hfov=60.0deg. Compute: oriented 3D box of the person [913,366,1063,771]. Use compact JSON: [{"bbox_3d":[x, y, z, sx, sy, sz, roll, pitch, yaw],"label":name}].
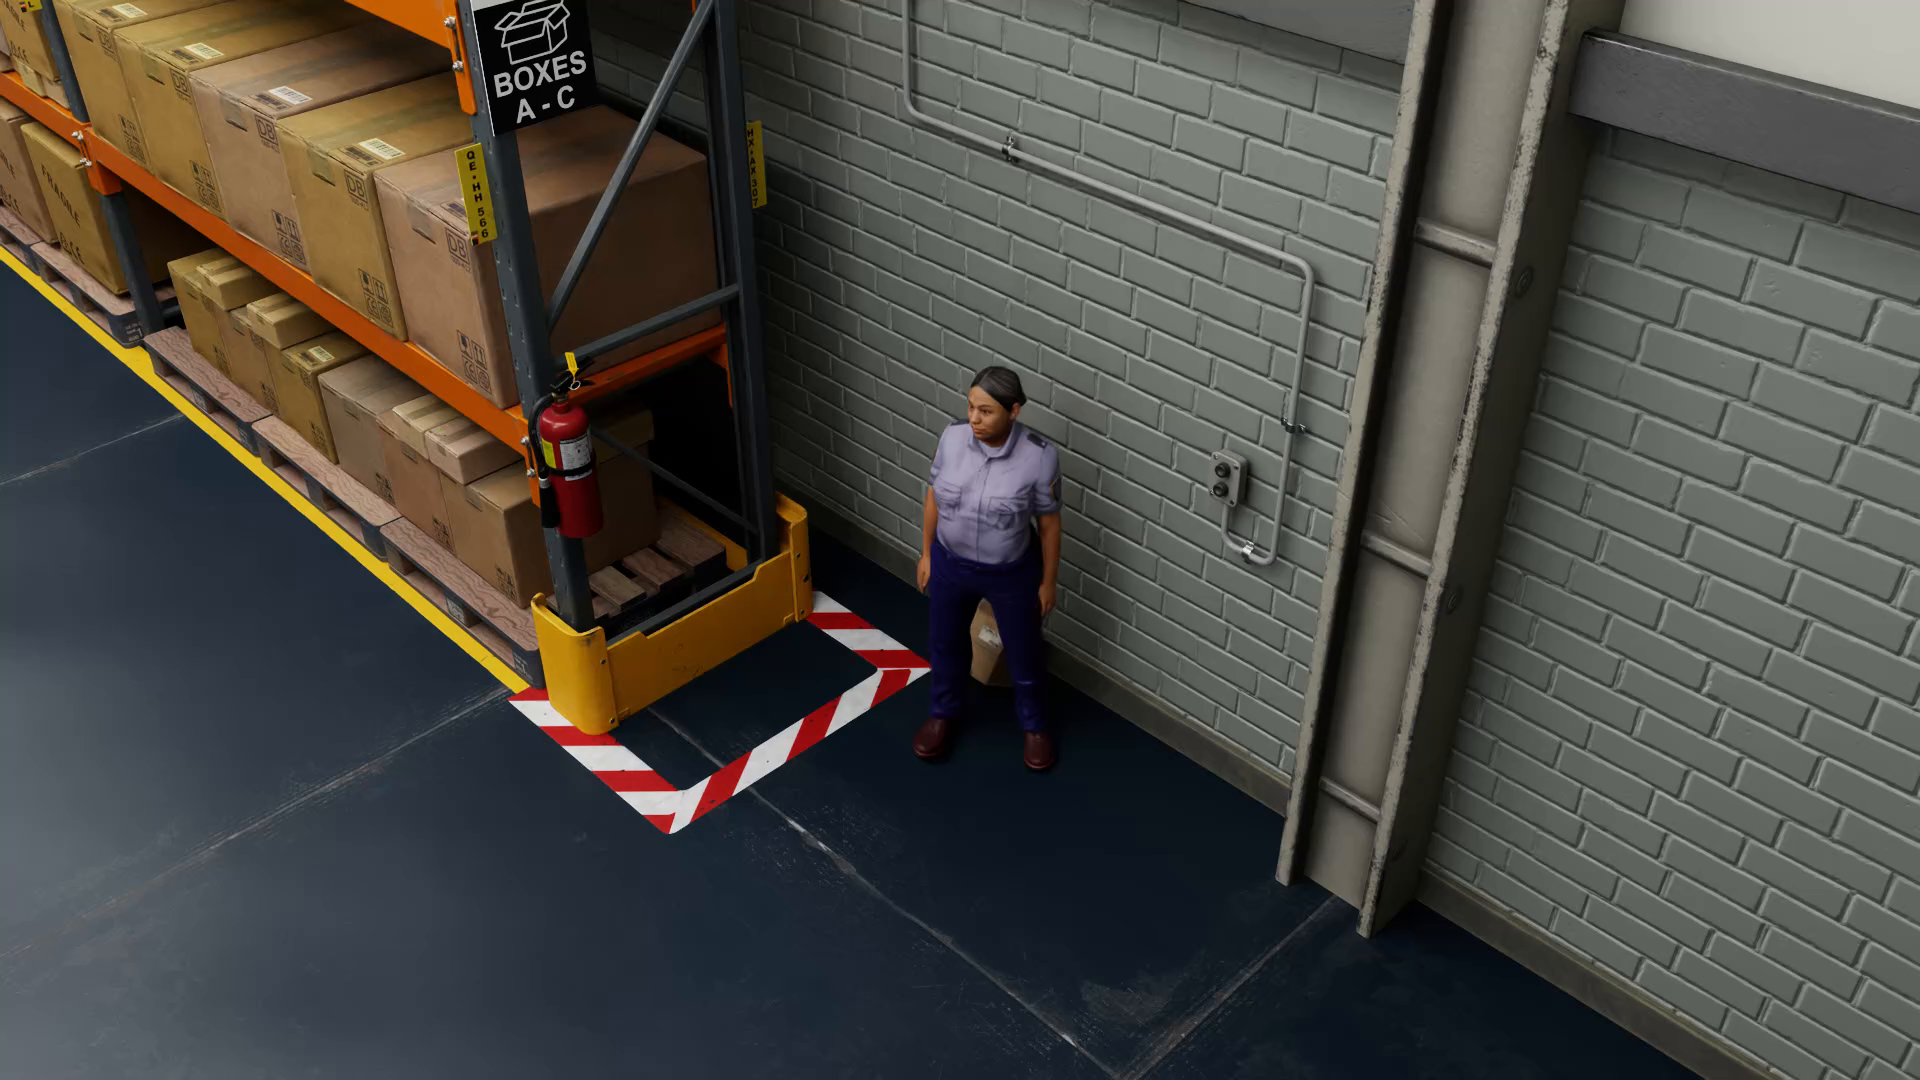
[{"bbox_3d":[0.107,0.119,5.960,0.551,1.648,0.385,13,38,17],"label":"person"}]
